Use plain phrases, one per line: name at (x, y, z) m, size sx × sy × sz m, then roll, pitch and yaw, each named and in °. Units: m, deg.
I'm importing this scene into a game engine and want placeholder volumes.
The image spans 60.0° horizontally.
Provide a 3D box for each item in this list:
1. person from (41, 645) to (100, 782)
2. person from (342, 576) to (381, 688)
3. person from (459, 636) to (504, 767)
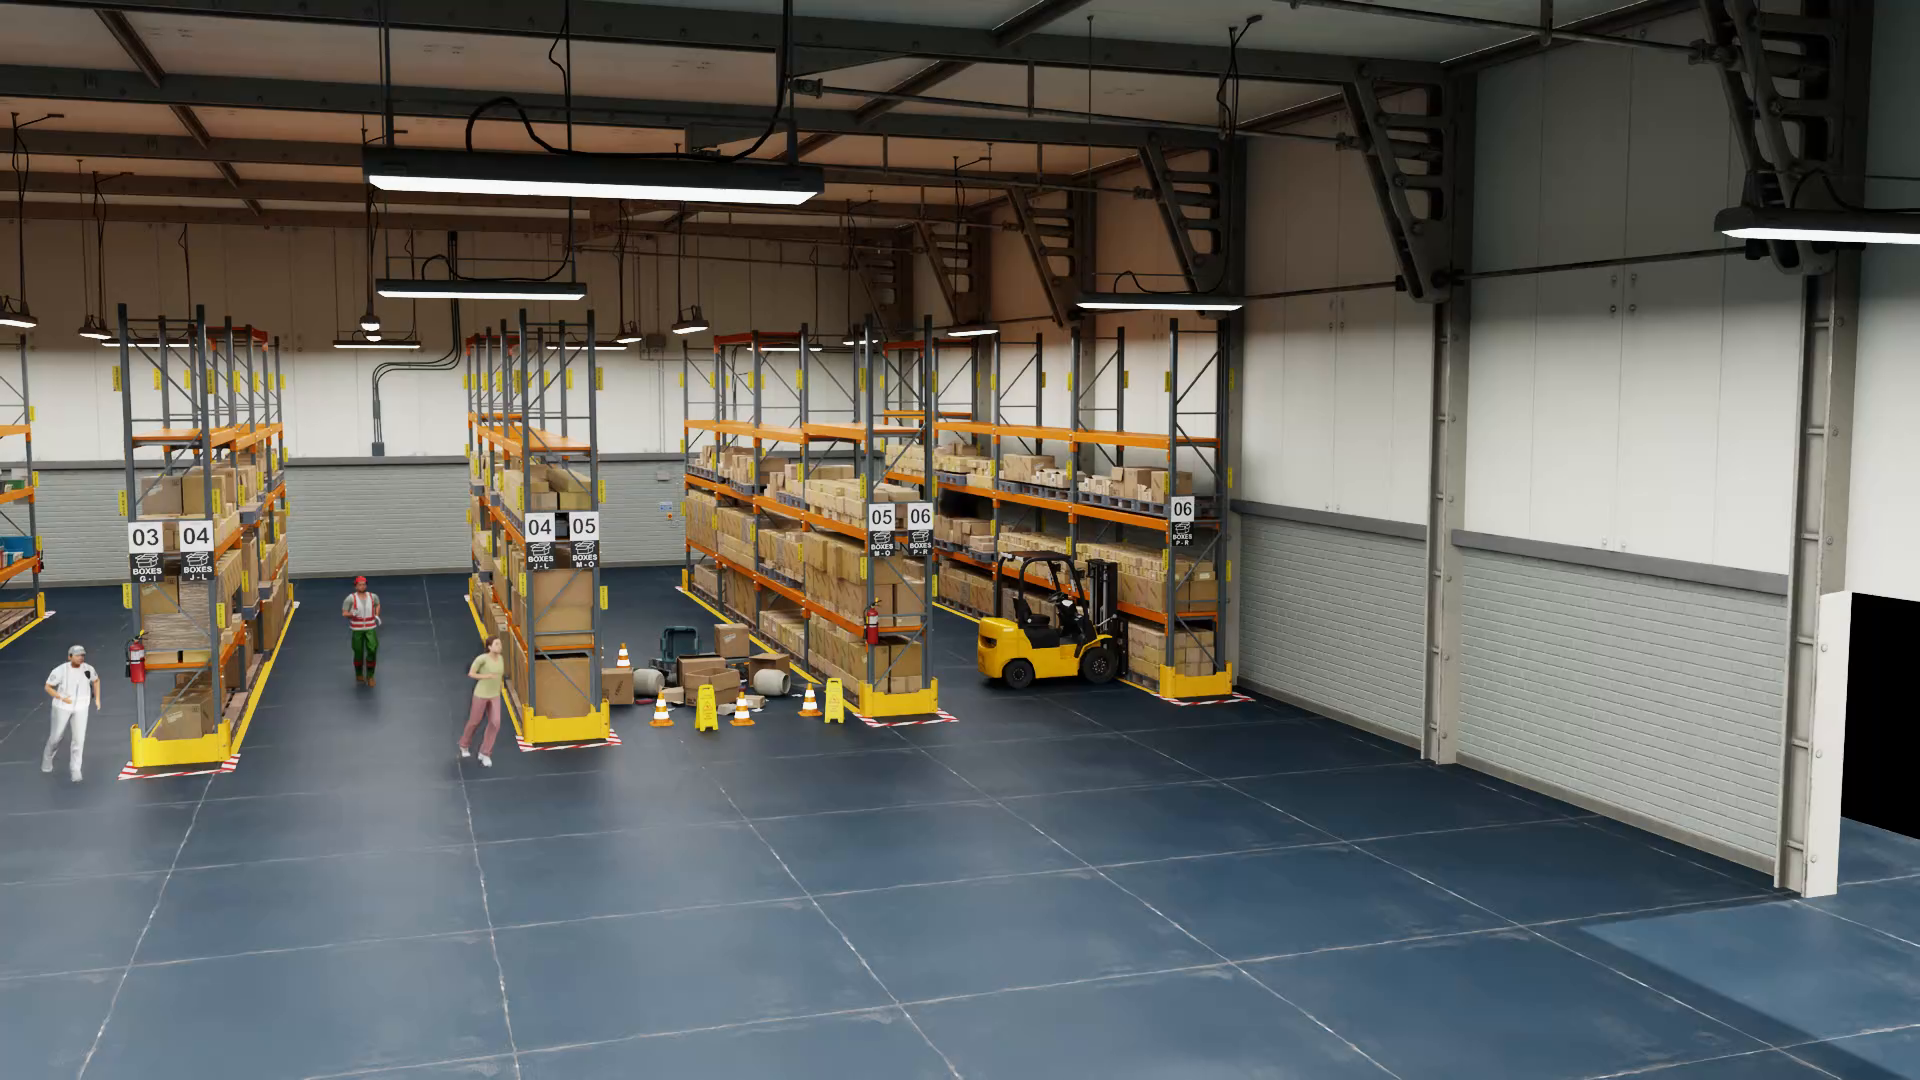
person at (-11.294, 2.173, 21.192) m, size 0.695 × 1.677 × 0.864 m, roll -5°, pitch 7°, yaw -40°
person at (-9.830, 1.510, 27.390) m, size 0.632 × 1.836 × 0.736 m, roll -3°, pitch 6°, yaw -28°
person at (-6.238, 2.092, 22.026) m, size 0.591 × 1.674 × 0.817 m, roll -5°, pitch 7°, yaw -41°
